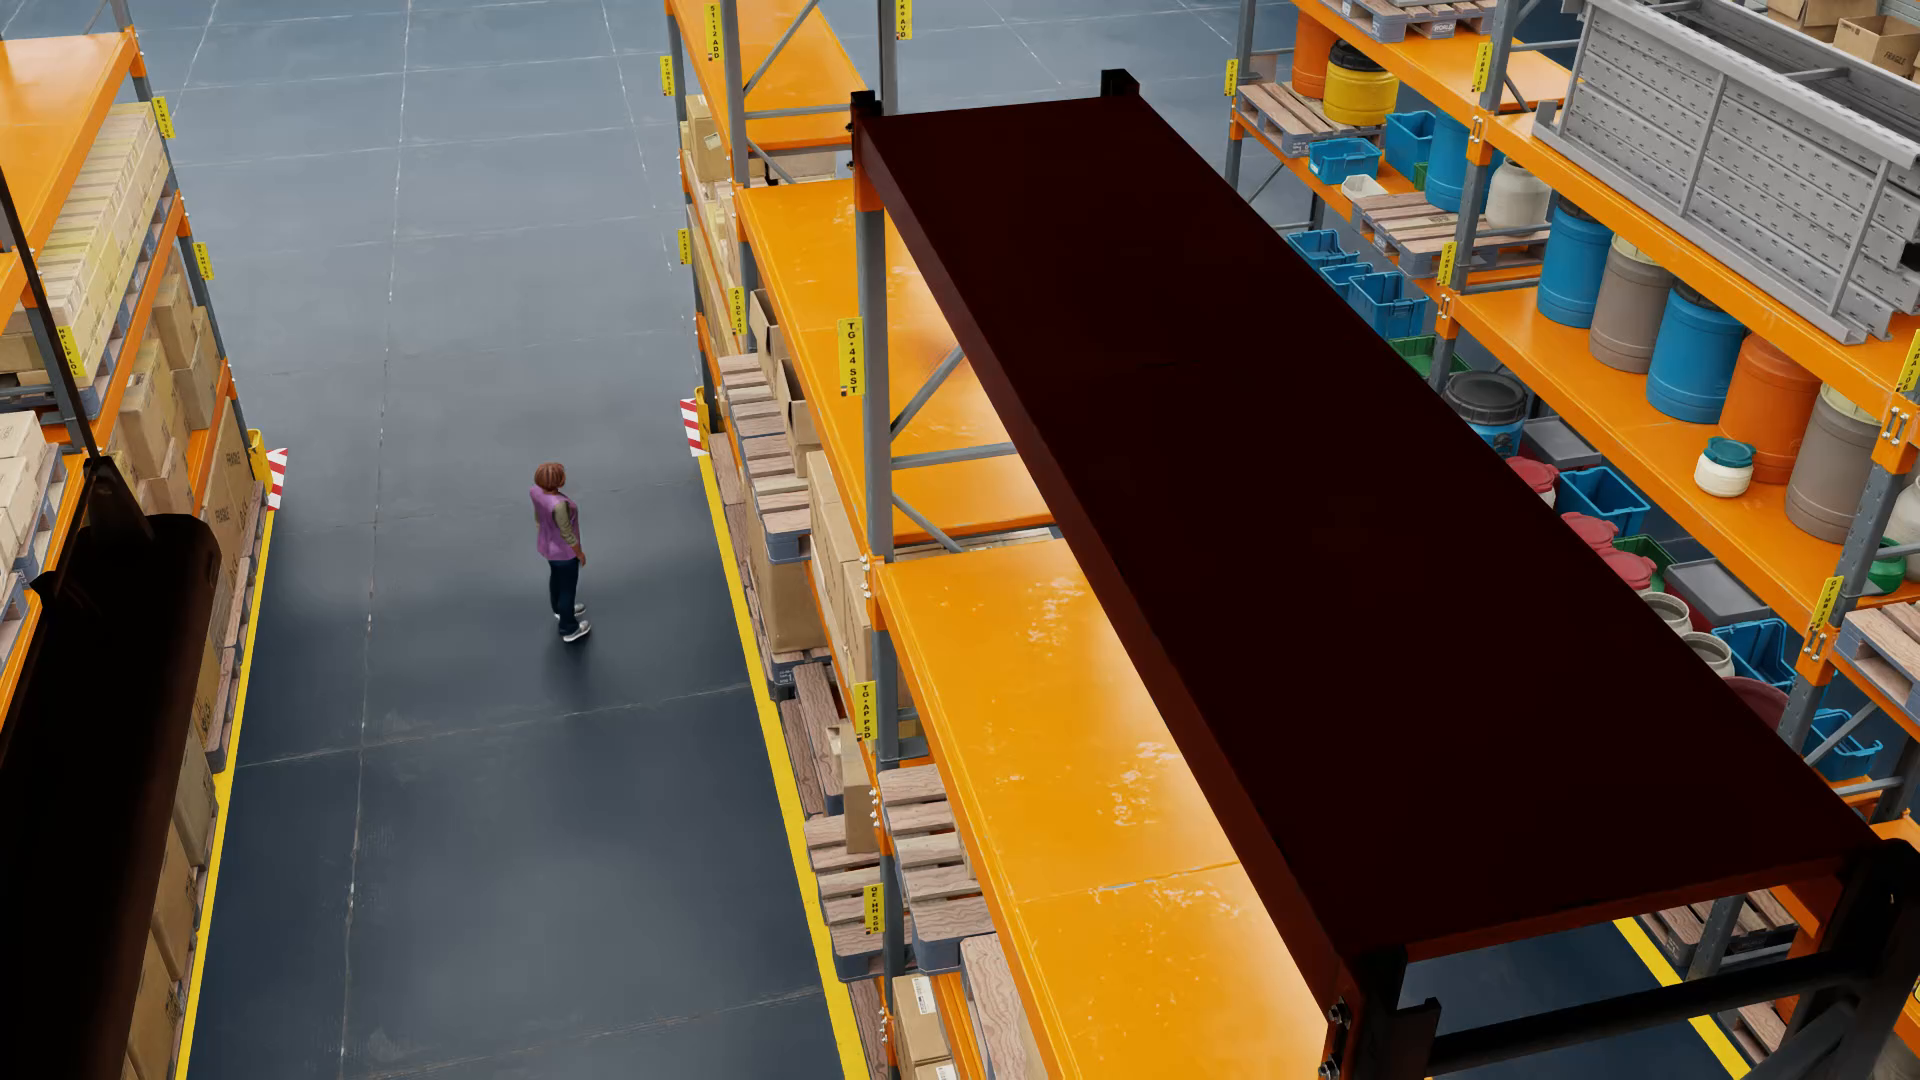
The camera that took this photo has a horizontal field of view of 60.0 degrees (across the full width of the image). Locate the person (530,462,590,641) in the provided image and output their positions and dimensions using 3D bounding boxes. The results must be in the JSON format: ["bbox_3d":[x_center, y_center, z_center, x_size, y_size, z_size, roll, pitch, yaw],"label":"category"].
[{"bbox_3d":[-3.009,0.048,12.607,0.396,1.608,0.518,-25,42,-32],"label":"person"}]
